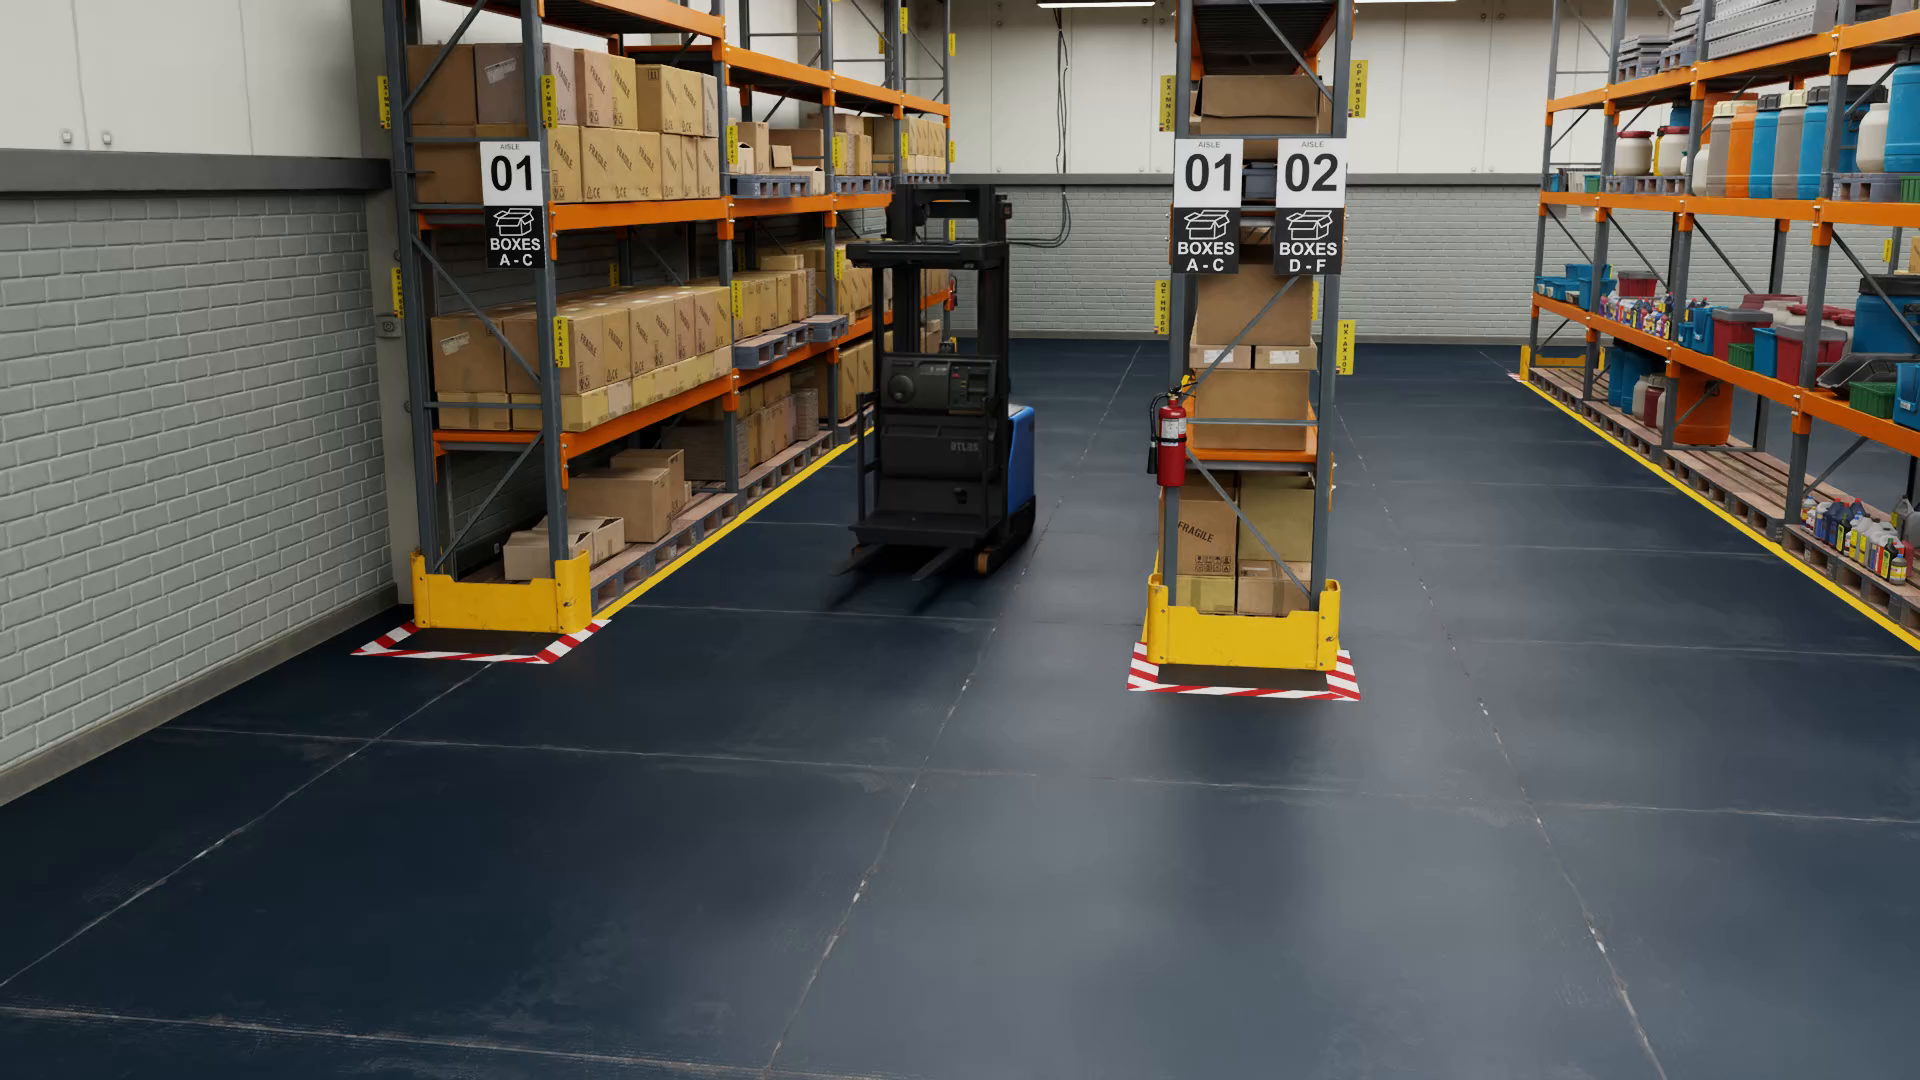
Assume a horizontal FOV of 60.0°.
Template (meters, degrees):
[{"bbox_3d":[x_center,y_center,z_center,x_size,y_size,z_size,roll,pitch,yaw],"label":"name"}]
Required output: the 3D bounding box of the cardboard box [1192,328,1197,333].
[{"bbox_3d":[1.803,-1.384,11.518,0.380,0.149,0.250,2,12,10],"label":"cardboard box"}]

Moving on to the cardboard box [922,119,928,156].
[{"bbox_3d":[-0.746,-5.739,23.723,0.500,0.500,0.500,2,12,9],"label":"cardboard box"}]

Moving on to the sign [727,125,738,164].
[{"bbox_3d":[-1.969,-3.413,14.363,0.100,0.325,0.005,2,12,9],"label":"sign"}]

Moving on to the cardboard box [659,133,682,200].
[{"bbox_3d":[-2.478,-2.900,12.927,0.500,0.500,0.500,1,12,6],"label":"cardboard box"}]

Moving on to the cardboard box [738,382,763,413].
[{"bbox_3d":[-2.269,-1.424,16.588,0.500,0.250,0.500,2,12,7],"label":"cardboard box"}]

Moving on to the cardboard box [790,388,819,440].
[{"bbox_3d":[-1.950,-1.384,18.185,0.700,0.500,0.500,2,12,9],"label":"cardboard box"}]

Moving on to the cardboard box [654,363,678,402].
[{"bbox_3d":[-2.503,-1.225,12.864,0.500,0.250,0.500,2,12,9],"label":"cardboard box"}]

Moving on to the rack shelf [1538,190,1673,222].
[{"bbox_3d":[8.821,-4.585,22.737,1.077,0.370,4.000,2,12,9],"label":"rack shelf"}]

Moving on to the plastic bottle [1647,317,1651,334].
[{"bbox_3d":[7.685,-2.395,18.459,0.097,0.201,0.097,0,12,0],"label":"plastic bottle"}]

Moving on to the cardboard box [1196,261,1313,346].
[{"bbox_3d":[1.866,-1.508,10.556,0.700,0.500,0.500,2,12,9],"label":"cardboard box"}]

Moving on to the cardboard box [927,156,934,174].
[{"bbox_3d":[-0.665,-5.477,24.290,0.500,0.250,0.500,2,12,7],"label":"cardboard box"}]

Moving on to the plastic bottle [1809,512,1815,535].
[{"bbox_3d":[6.769,-0.142,13.128,0.097,0.201,0.097,0,12,0],"label":"plastic bottle"}]

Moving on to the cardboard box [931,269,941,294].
[{"bbox_3d":[-0.830,-4.096,25.169,0.980,0.700,0.700,2,12,8],"label":"cardboard box"}]

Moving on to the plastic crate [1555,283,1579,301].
[{"bbox_3d":[8.516,-3.457,23.170,0.416,0.233,0.300,2,12,9],"label":"plastic crate"}]

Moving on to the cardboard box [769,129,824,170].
[{"bbox_3d":[-1.875,-4.374,18.767,0.700,0.500,0.500,1,12,4],"label":"cardboard box"}]

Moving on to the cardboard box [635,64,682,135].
[{"bbox_3d":[-2.459,-3.387,12.812,0.500,0.500,0.500,1,12,7],"label":"cardboard box"}]

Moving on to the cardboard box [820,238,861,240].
[{"bbox_3d":[-1.604,-3.859,22.007,0.500,0.250,0.500,2,12,10],"label":"cardboard box"}]

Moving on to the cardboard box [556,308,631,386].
[{"bbox_3d":[-2.665,-1.372,11.770,0.500,0.500,0.500,2,12,9],"label":"cardboard box"}]

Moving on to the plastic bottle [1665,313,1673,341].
[{"bbox_3d":[7.539,-2.263,17.649,0.061,0.283,0.133,2,12,9],"label":"plastic bottle"}]

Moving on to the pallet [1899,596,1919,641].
[{"bbox_3d":[6.763,0.621,10.613,1.003,0.211,1.213,2,12,9],"label":"pallet"}]

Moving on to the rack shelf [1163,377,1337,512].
[{"bbox_3d":[2.081,-0.782,12.210,1.077,0.370,4.000,2,12,9],"label":"rack shelf"}]

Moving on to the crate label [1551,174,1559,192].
[{"bbox_3d":[8.667,-5.099,23.766,0.408,0.251,0.502,2,12,9],"label":"crate label"}]

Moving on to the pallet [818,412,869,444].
[{"bbox_3d":[-1.695,-1.341,19.715,1.003,0.211,1.213,2,12,9],"label":"pallet"}]

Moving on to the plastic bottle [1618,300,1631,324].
[{"bbox_3d":[7.923,-2.717,19.774,0.152,0.276,0.135,2,12,9],"label":"plastic bottle"}]

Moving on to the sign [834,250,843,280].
[{"bbox_3d":[-1.353,-3.054,18.485,0.100,0.325,0.005,2,12,9],"label":"sign"}]

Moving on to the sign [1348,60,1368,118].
[{"bbox_3d":[2.321,-2.631,9.697,0.100,0.325,0.005,2,12,9],"label":"sign"}]

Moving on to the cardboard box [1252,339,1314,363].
[{"bbox_3d":[2.085,-1.213,10.726,0.380,0.149,0.250,2,12,7],"label":"cardboard box"}]

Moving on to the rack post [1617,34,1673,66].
[{"bbox_3d":[8.353,-5.776,19.612,0.937,0.300,0.954,2,12,8],"label":"rack post"}]

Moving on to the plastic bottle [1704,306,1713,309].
[{"bbox_3d":[8.497,-2.529,18.904,0.152,0.276,0.135,2,12,9],"label":"plastic bottle"}]

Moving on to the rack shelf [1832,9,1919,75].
[{"bbox_3d":[6.975,-3.358,10.872,1.077,0.370,4.000,2,12,9],"label":"rack shelf"}]

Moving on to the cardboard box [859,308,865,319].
[{"bbox_3d":[-1.386,-2.810,20.462,0.380,0.149,0.250,2,12,9],"label":"cardboard box"}]

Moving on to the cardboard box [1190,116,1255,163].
[{"bbox_3d":[1.776,-2.778,11.526,0.500,0.311,0.500,3,13,15],"label":"cardboard box"}]

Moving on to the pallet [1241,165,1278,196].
[{"bbox_3d":[2.093,-2.542,11.757,1.003,0.211,1.213,2,12,9],"label":"pallet"}]

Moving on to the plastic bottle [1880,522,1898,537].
[{"bbox_3d":[6.804,0.009,12.251,0.152,0.276,0.135,2,12,9],"label":"plastic bottle"}]

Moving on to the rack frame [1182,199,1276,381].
[{"bbox_3d":[2.389,-1.550,14.066,1.000,3.000,0.127,2,12,9],"label":"rack frame"}]

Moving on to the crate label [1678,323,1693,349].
[{"bbox_3d":[7.463,-2.064,16.849,0.303,0.233,0.416,2,12,9],"label":"crate label"}]

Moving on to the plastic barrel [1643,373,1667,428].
[{"bbox_3d":[8.130,-1.586,18.958,0.600,0.588,0.708,2,12,9],"label":"plastic barrel"}]

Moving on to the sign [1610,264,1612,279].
[{"bbox_3d":[9.674,-3.952,24.825,0.100,0.325,0.005,2,12,9],"label":"sign"}]

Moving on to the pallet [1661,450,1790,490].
[{"bbox_3d":[7.741,-0.698,16.733,1.003,0.211,1.213,2,12,9],"label":"pallet"}]

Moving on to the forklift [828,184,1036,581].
[{"bbox_3d":[-0.220,-1.258,12.875,1.130,2.935,3.031,3,13,15],"label":"forklift"}]

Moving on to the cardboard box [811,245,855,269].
[{"bbox_3d":[-1.485,-3.311,19.467,0.500,0.250,0.500,2,12,8],"label":"cardboard box"}]

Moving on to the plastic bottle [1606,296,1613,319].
[{"bbox_3d":[8.000,-2.856,20.432,0.097,0.271,0.097,0,12,0],"label":"plastic bottle"}]

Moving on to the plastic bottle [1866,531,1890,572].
[{"bbox_3d":[6.604,0.083,11.908,0.152,0.276,0.135,2,12,7],"label":"plastic bottle"}]

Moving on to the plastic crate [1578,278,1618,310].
[{"bbox_3d":[8.248,-3.184,21.543,0.392,0.384,0.575,2,12,9],"label":"plastic crate"}]

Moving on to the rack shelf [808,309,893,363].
[{"bbox_3d":[-1.584,-2.607,20.679,1.077,0.370,4.000,2,12,9],"label":"rack shelf"}]

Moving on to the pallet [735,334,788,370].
[{"bbox_3d":[-2.245,-1.771,15.544,1.003,0.211,1.213,2,12,9],"label":"pallet"}]

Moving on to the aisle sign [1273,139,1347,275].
[{"bbox_3d":[2.066,-1.965,9.819,0.394,0.787,0.004,2,12,9],"label":"aisle sign"}]

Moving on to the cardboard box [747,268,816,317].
[{"bbox_3d":[-1.954,-2.708,18.159,0.700,0.500,0.500,0,12,2],"label":"cardboard box"}]

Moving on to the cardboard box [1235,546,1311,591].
[{"bbox_3d":[2.149,0.213,11.416,0.500,0.250,0.500,2,12,9],"label":"cardboard box"}]

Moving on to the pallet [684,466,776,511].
[{"bbox_3d":[-2.388,-0.509,15.854,1.003,0.211,1.213,2,12,9],"label":"pallet"}]

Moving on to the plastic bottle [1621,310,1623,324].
[{"bbox_3d":[7.878,-2.657,19.674,0.097,0.201,0.097,0,12,0],"label":"plastic bottle"}]

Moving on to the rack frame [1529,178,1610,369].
[{"bbox_3d":[9.128,-3.887,24.909,1.000,3.000,0.127,2,12,9],"label":"rack frame"}]

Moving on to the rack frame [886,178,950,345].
[{"bbox_3d":[-0.661,-4.208,26.399,1.000,3.000,0.127,2,12,9],"label":"rack frame"}]

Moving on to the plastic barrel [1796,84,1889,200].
[{"bbox_3d":[7.147,-3.213,13.473,0.600,0.901,0.708,2,12,9],"label":"plastic barrel"}]

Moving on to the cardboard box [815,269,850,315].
[{"bbox_3d":[-1.564,-2.839,19.058,0.500,0.500,0.500,2,12,10],"label":"cardboard box"}]

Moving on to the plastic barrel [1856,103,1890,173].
[{"bbox_3d":[7.023,-3.032,12.560,0.421,0.512,0.421,0,12,0],"label":"plastic barrel"}]

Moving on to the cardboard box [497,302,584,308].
[{"bbox_3d":[-3.097,-1.498,12.351,0.500,0.500,0.500,2,12,7],"label":"cardboard box"}]
